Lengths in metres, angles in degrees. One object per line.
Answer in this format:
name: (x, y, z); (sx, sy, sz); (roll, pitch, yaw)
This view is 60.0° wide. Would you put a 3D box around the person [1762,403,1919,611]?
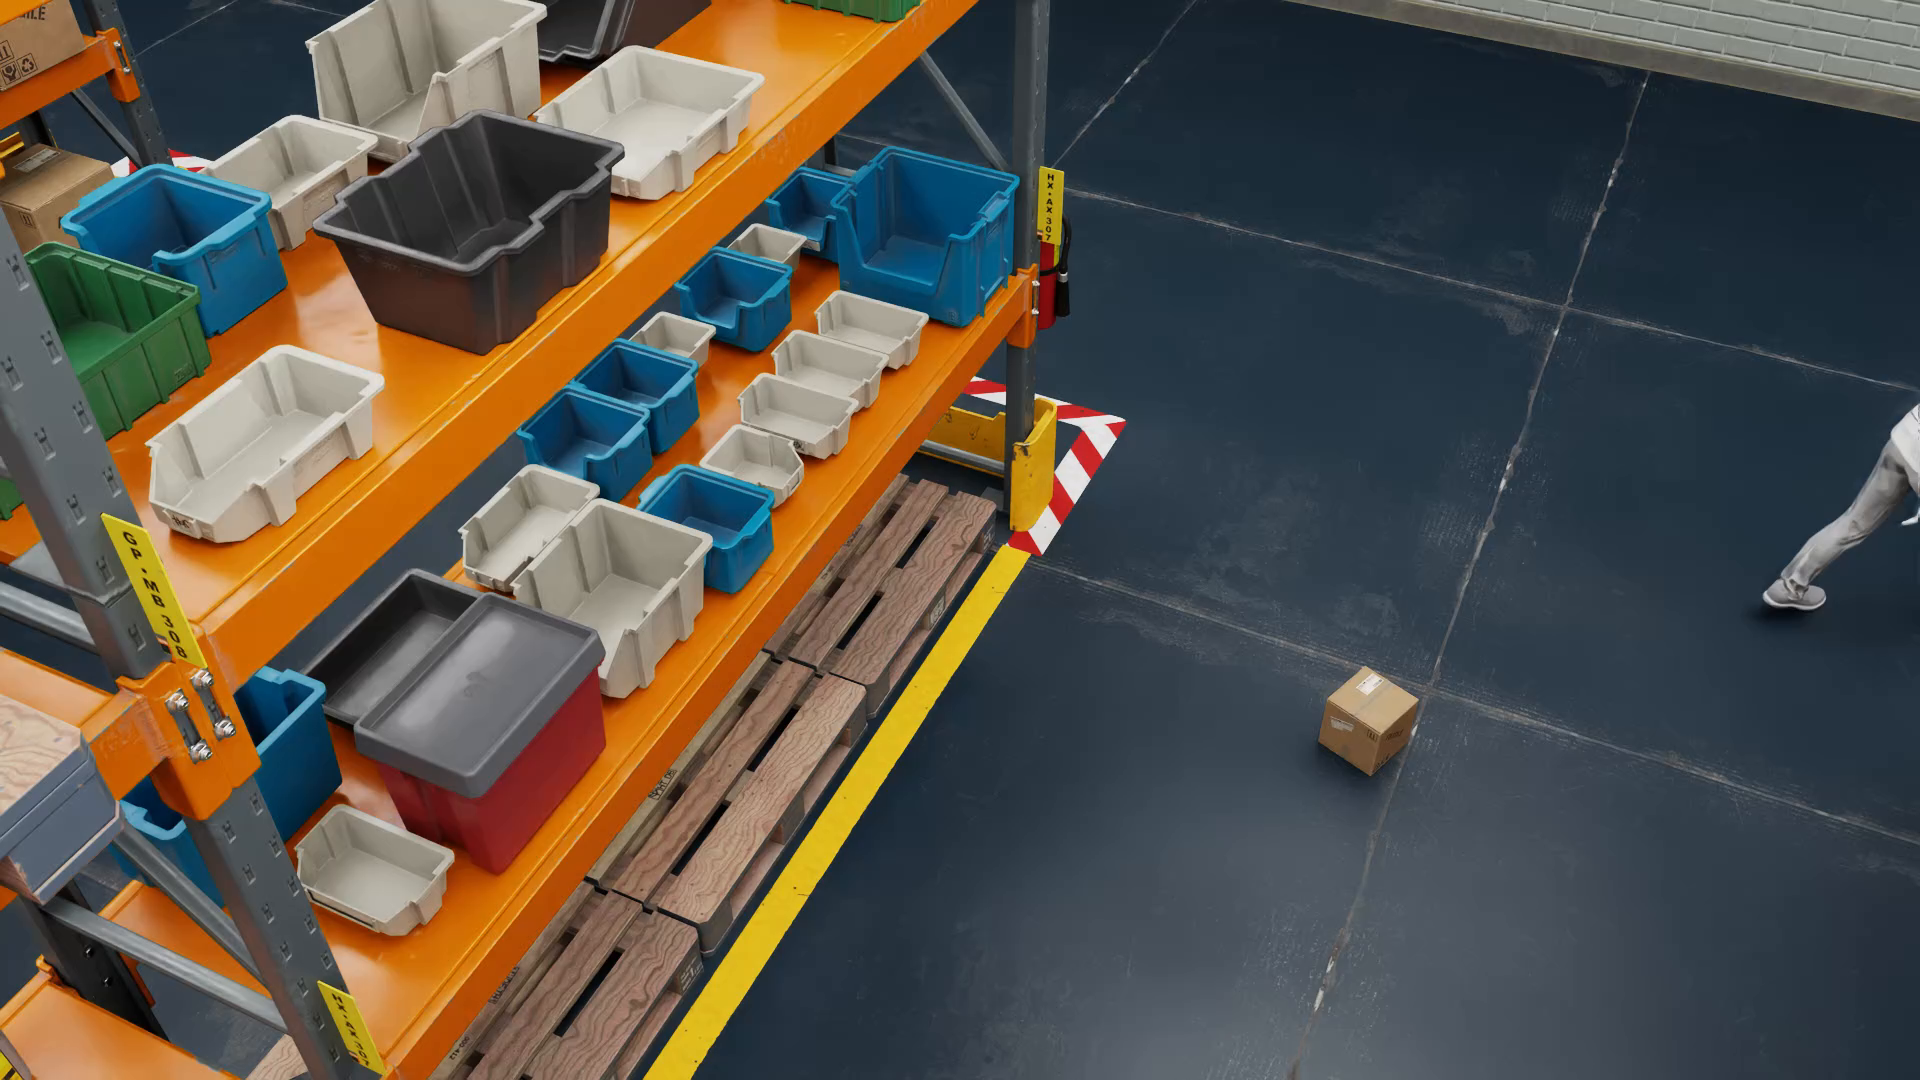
person: (3.875, -0.327, 6.486); (0.993, 1.628, 0.486); (-7, 43, -8)
